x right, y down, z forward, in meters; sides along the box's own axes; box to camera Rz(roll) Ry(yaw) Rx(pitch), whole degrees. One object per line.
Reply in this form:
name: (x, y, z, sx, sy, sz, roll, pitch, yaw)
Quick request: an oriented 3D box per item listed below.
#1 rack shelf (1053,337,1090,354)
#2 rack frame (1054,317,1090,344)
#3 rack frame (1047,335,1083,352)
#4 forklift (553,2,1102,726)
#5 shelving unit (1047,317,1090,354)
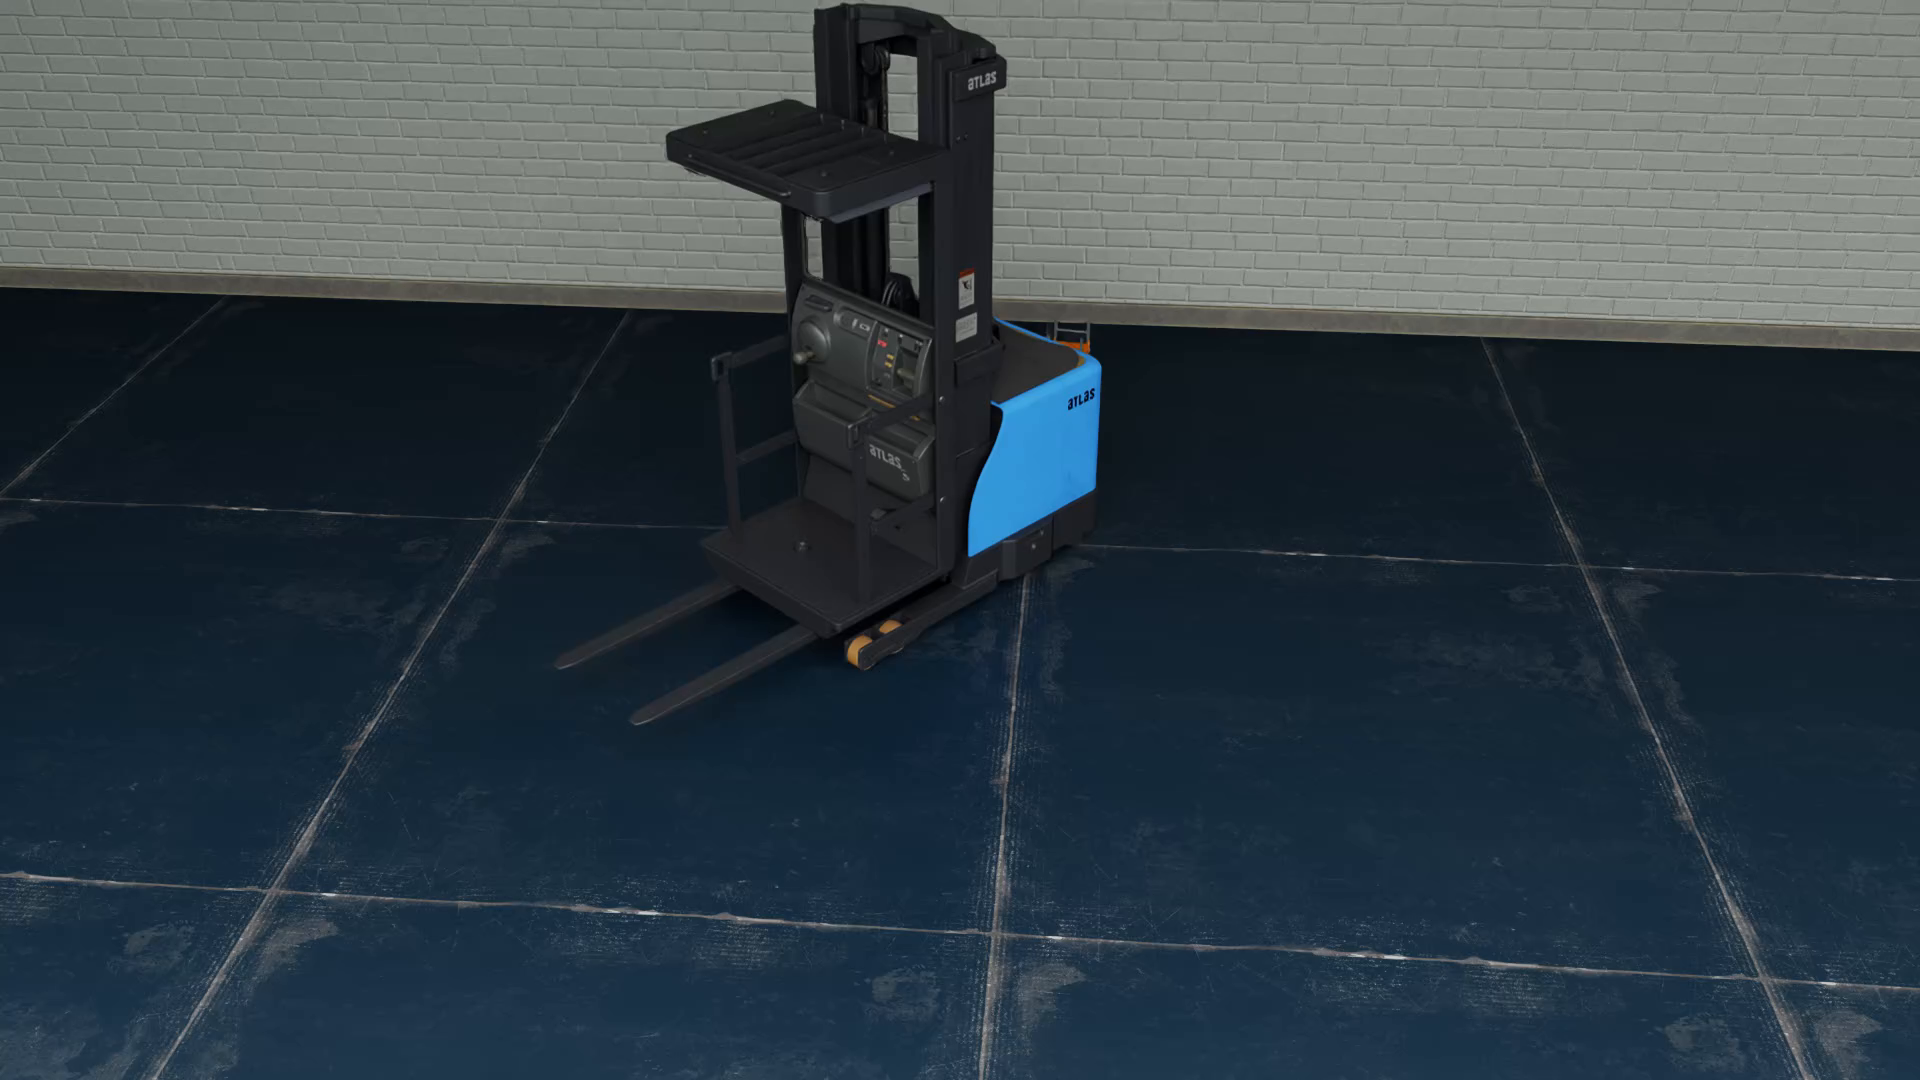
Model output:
rack shelf: (0.599, -0.954, 9.276, 0.215, 0.259, 0.240, 7, 32, 11)
rack frame: (0.625, -0.784, 9.521, 0.200, 1.050, 0.008, 7, 32, 11)
rack frame: (0.572, -0.659, 9.318, 0.200, 1.050, 0.008, 7, 32, 11)
forklift: (-0.631, -0.913, 7.938, 1.130, 2.935, 3.031, 27, 41, 37)
shelving unit: (0.599, -0.721, 9.420, 0.215, 1.050, 0.252, 7, 32, 11)
